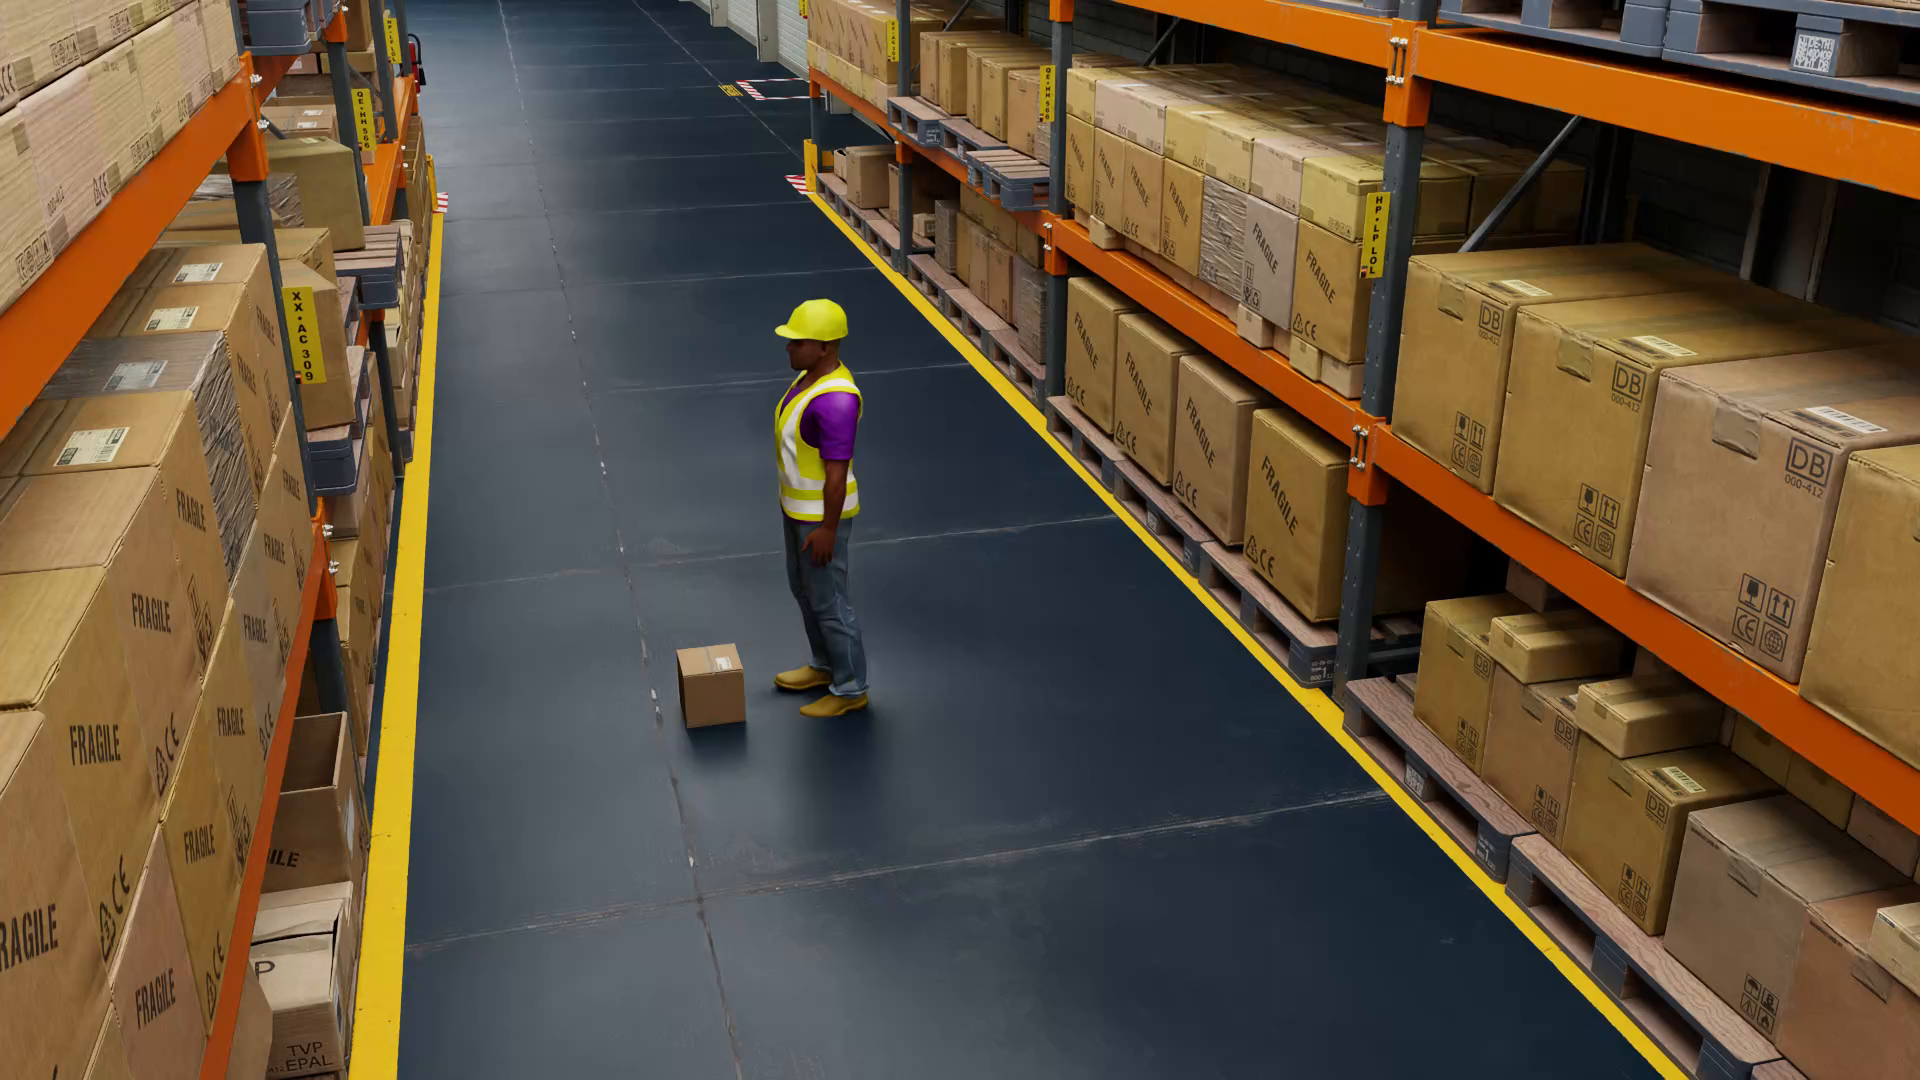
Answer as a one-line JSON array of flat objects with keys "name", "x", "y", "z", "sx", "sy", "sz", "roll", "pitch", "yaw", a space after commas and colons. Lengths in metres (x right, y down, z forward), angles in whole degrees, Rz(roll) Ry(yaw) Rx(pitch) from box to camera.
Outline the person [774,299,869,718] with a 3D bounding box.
[{"name": "person", "x": -0.595, "y": -0.117, "z": 6.873, "sx": 0.380, "sy": 1.783, "sz": 0.562, "roll": -6, "pitch": 23, "yaw": -13}]
